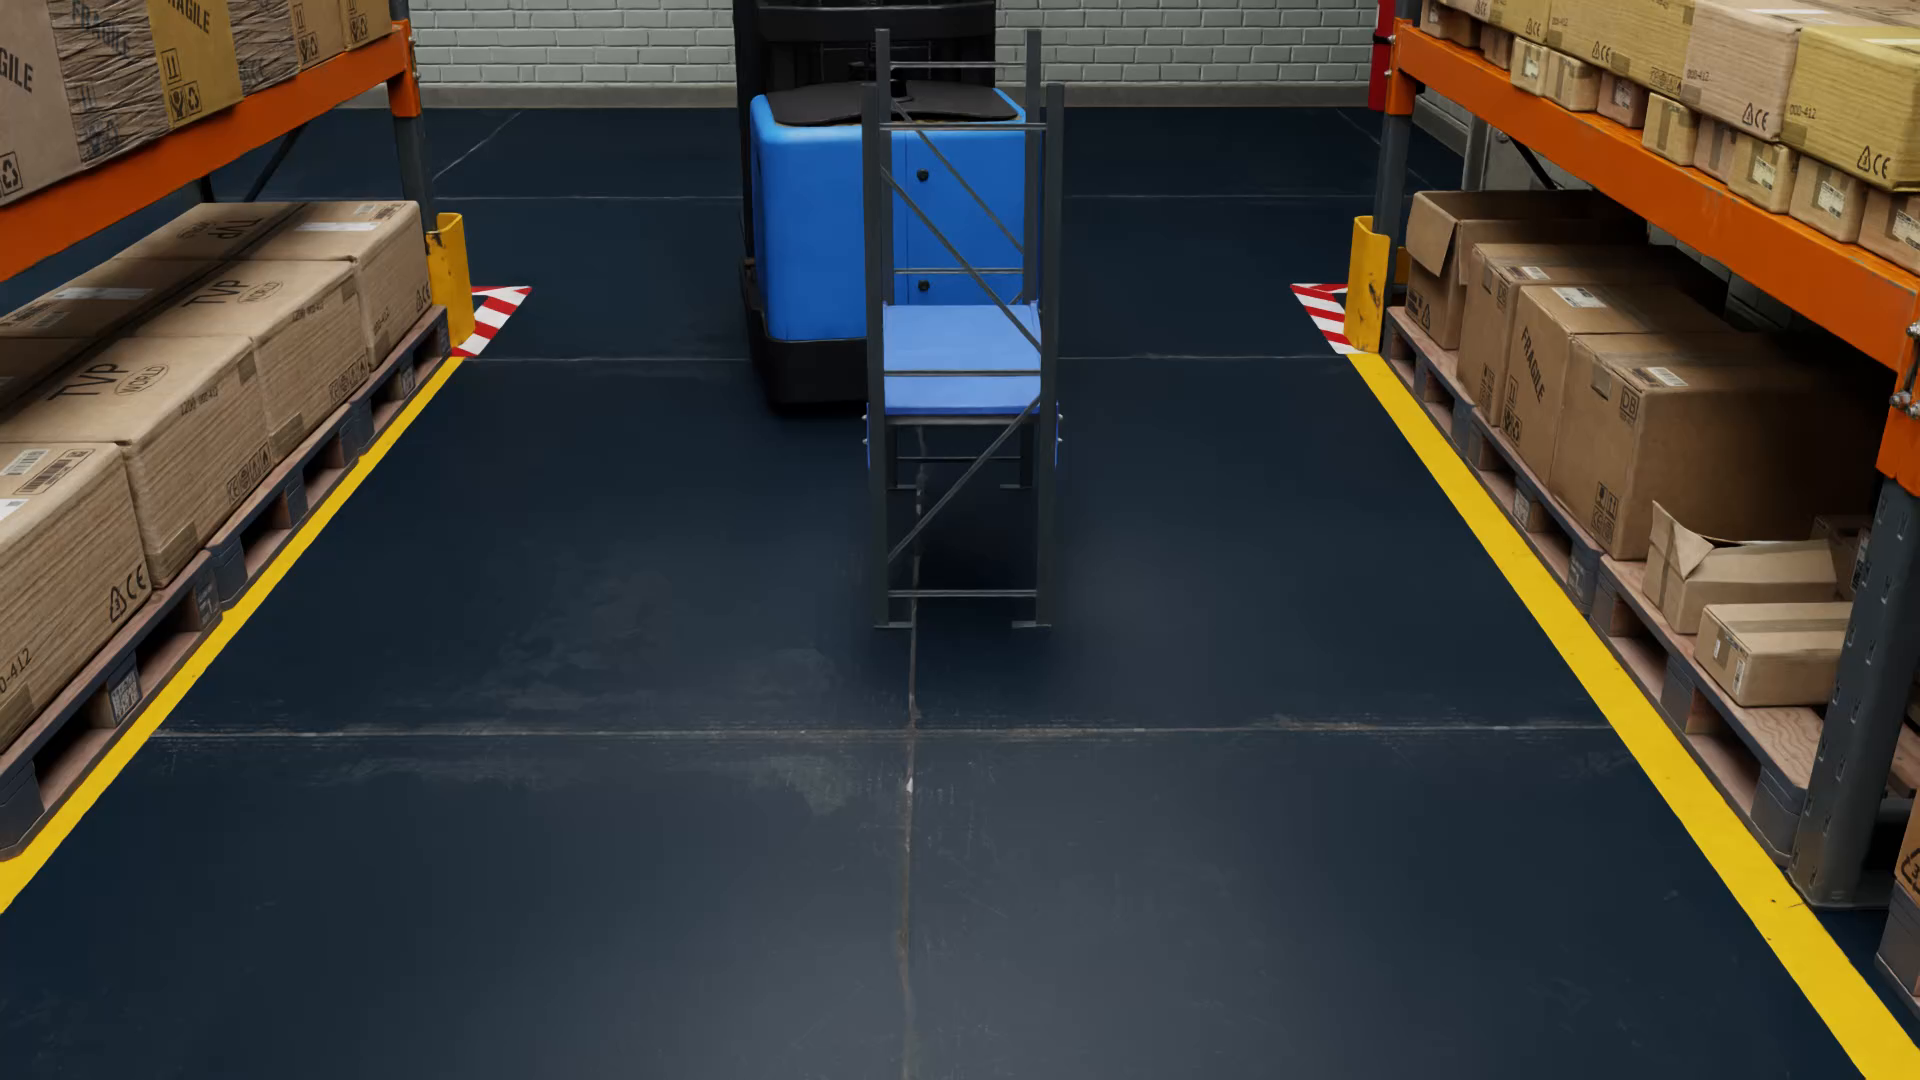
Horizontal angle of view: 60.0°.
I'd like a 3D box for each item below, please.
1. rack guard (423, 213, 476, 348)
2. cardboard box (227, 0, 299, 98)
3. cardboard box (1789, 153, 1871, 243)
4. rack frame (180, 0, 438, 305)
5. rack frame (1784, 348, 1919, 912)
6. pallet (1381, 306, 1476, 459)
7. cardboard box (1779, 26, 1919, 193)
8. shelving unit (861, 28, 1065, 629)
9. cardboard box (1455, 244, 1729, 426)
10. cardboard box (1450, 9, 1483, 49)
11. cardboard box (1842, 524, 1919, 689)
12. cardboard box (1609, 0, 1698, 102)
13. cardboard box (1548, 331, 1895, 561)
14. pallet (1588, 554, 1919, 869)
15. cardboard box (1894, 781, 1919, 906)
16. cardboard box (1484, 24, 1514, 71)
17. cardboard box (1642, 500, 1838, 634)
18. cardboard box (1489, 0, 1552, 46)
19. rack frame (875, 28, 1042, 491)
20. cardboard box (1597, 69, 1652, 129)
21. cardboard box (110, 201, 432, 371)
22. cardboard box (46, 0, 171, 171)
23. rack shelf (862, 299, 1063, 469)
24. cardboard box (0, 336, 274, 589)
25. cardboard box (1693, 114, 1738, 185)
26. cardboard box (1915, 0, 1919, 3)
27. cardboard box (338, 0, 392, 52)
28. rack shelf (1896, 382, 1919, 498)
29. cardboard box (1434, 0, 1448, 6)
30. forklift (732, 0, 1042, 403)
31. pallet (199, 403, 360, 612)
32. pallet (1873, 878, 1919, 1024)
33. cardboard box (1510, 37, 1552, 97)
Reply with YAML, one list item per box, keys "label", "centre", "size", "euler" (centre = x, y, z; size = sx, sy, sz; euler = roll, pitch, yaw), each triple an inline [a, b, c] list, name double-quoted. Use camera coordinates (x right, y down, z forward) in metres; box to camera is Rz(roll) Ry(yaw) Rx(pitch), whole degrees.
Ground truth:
- label: "rack guard"
  centre: [-2.708, -1.105, 7.086]
  size: [1.175, 0.500, 0.348]
  euler: [0, 24, -1]
- label: "cardboard box"
  centre: [-2.432, -1.663, 5.166]
  size: [0.500, 0.500, 0.500]
  euler: [0, 24, 1]
- label: "cardboard box"
  centre: [2.018, -0.732, 3.534]
  size: [0.380, 0.149, 0.250]
  euler: [0, 24, 1]
- label: "rack frame"
  centre: [-2.708, -2.234, 6.549]
  size: [1.000, 3.000, 0.127]
  euler: [0, 24, -1]
- label: "rack frame"
  centre: [2.299, -0.609, 2.958]
  size: [1.000, 3.000, 0.127]
  euler: [0, 24, -1]
- label: "pallet"
  centre: [2.266, -0.627, 6.381]
  size: [1.003, 0.211, 1.213]
  euler: [0, 24, -1]
- label: "cardboard box"
  centre: [2.049, -0.885, 3.389]
  size: [0.500, 0.250, 0.500]
  euler: [0, 24, 1]
- label: "shelving unit"
  centre: [0.001, -0.648, 4.863]
  size: [0.538, 1.500, 1.048]
  euler: [0, 24, -1]
- label: "cardboard box"
  centre: [2.138, -0.705, 5.693]
  size: [0.700, 0.500, 0.500]
  euler: [1, 24, 2]
- label: "cardboard box"
  centre: [2.033, -1.902, 6.120]
  size: [0.380, 0.149, 0.250]
  euler: [0, 24, 1]
- label: "cardboard box"
  centre: [2.528, 0.151, 4.029]
  size: [0.500, 0.311, 0.500]
  euler: [1, 24, 1]
- label: "cardboard box"
  centre: [2.037, -1.297, 4.300]
  size: [0.500, 0.250, 0.500]
  euler: [0, 24, -1]
- label: "cardboard box"
  centre: [2.149, -0.278, 4.747]
  size: [0.700, 0.500, 0.500]
  euler: [-1, 24, -3]
- label: "pallet"
  centre: [2.292, 0.378, 4.158]
  size: [1.003, 0.211, 1.213]
  euler: [0, 24, -1]
- label: "cardboard box"
  centre: [2.079, 0.538, 2.943]
  size: [0.500, 0.500, 0.500]
  euler: [1, 24, 2]
- label: "cardboard box"
  centre: [2.013, -1.689, 5.650]
  size: [0.380, 0.149, 0.250]
  euler: [0, 24, 1]
- label: "cardboard box"
  centre: [1.995, 0.070, 4.264]
  size: [0.396, 0.266, 0.258]
  euler: [1, 24, 1]
- label: "cardboard box"
  centre: [2.005, -1.720, 5.234]
  size: [0.500, 0.250, 0.500]
  euler: [-1, 24, -2]
- label: "rack frame"
  centre: [-0.005, -0.858, 5.326]
  size: [0.500, 1.500, 0.032]
  euler: [0, 24, -1]
- label: "cardboard box"
  centre: [2.044, -1.261, 4.703]
  size: [0.380, 0.149, 0.250]
  euler: [0, 24, -1]
- label: "cardboard box"
  centre: [-2.601, -0.986, 6.390]
  size: [0.875, 0.438, 0.875]
  euler: [-1, 24, -2]
- label: "cardboard box"
  centre: [-2.408, -1.238, 4.226]
  size: [0.500, 0.500, 0.500]
  euler: [0, 24, 0]
- label: "rack shelf"
  centre: [0.001, -0.484, 4.937]
  size: [0.538, 0.185, 1.000]
  euler: [0, 24, -1]
- label: "cardboard box"
  centre: [-2.574, -0.238, 4.735]
  size: [0.875, 0.438, 0.875]
  euler: [-1, 24, -2]
- label: "cardboard box"
  centre: [2.015, -0.948, 4.010]
  size: [0.380, 0.149, 0.250]
  euler: [0, 24, 1]
- label: "cardboard box"
  centre: [2.551, -1.089, 3.838]
  size: [0.500, 0.250, 0.500]
  euler: [0, 24, -1]
- label: "cardboard box"
  centre: [-2.438, -2.082, 6.092]
  size: [0.500, 0.500, 0.500]
  euler: [0, 24, 0]
- label: "rack shelf"
  centre: [2.321, 0.542, 1.284]
  size: [1.077, 0.370, 4.000]
  euler: [0, 24, -1]
- label: "cardboard box"
  centre: [1.991, -2.137, 6.155]
  size: [0.500, 0.250, 0.500]
  euler: [0, 24, 0]
- label: "forklift"
  centre: [-0.435, -2.423, 7.050]
  size: [1.130, 2.935, 3.031]
  euler: [-4, 25, -9]
- label: "pallet"
  centre: [-2.611, -0.133, 5.287]
  size: [1.003, 0.211, 1.213]
  euler: [0, 24, -1]
- label: "pallet"
  centre: [2.345, 0.996, 2.792]
  size: [1.003, 0.211, 1.213]
  euler: [0, 24, -1]
- label: "cardboard box"
  centre: [1.949, -1.476, 5.177]
  size: [0.380, 0.149, 0.250]
  euler: [-1, 24, -2]
